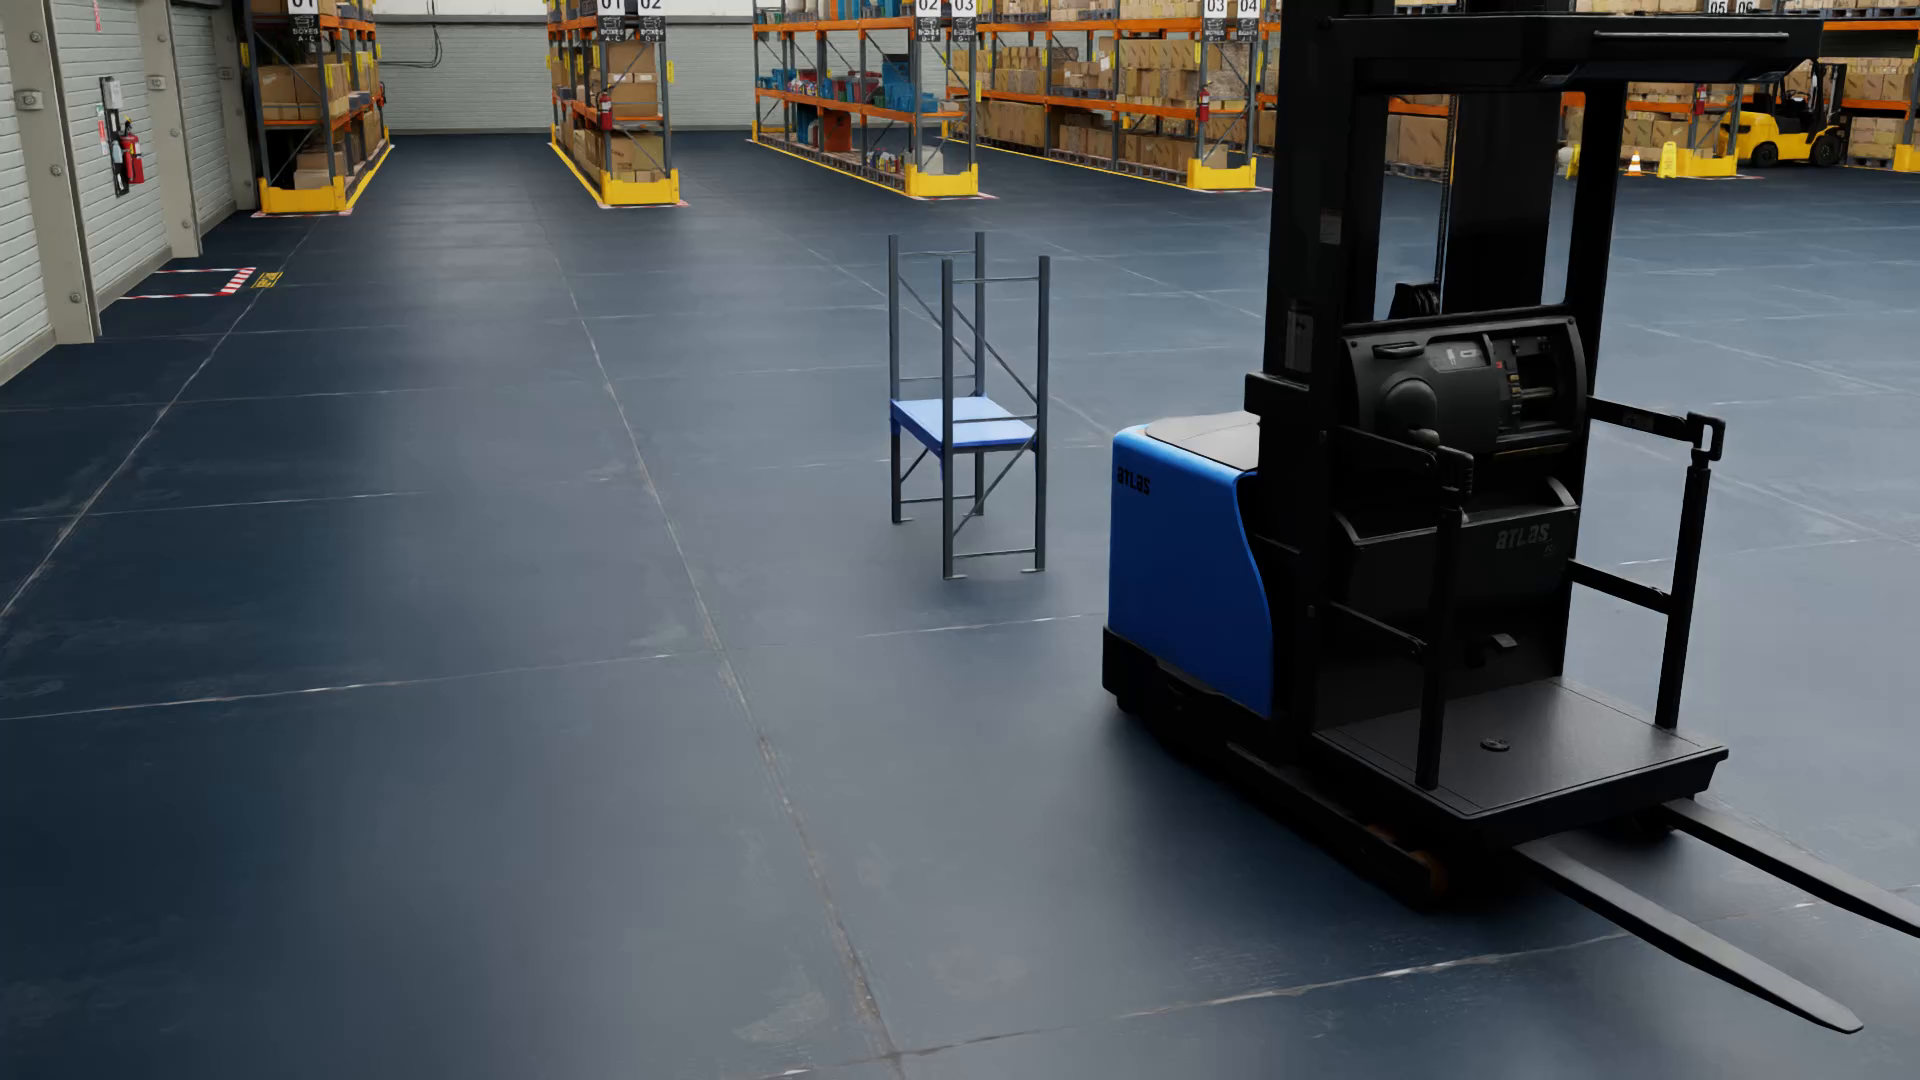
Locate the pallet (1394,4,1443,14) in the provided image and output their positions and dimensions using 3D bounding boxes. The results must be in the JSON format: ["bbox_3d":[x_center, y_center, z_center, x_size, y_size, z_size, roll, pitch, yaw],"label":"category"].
[{"bbox_3d":[8.770,-9.806,30.822,1.003,0.211,1.213,-5,17,-15],"label":"pallet"}]

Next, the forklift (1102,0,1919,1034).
[{"bbox_3d":[1.666,-0.476,4.941,1.130,2.935,3.031,-8,19,-26],"label":"forklift"}]

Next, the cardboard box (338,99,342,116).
[{"bbox_3d":[-9.881,-6.712,25.808,0.500,0.250,0.500,-5,17,-16],"label":"cardboard box"}]

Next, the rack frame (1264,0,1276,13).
[{"bbox_3d":[7.125,-12.955,35.938,1.000,3.000,0.127,-5,17,-15],"label":"rack frame"}]

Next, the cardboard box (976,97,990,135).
[{"bbox_3d":[0.877,-10.446,40.975,0.875,0.875,0.875,-5,17,-15],"label":"cardboard box"}]

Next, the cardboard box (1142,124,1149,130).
[{"bbox_3d":[4.953,-10.747,43.241,0.380,0.149,0.250,-4,17,-15],"label":"cardboard box"}]

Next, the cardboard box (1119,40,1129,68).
[{"bbox_3d":[3.306,-9.136,31.223,0.500,0.500,0.500,-5,17,-15],"label":"cardboard box"}]

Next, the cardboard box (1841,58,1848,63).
[{"bbox_3d":[18.098,-9.689,33.675,0.380,0.149,0.250,-4,17,-14],"label":"cardboard box"}]

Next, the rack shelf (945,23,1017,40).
[{"bbox_3d":[0.679,-12.469,40.786,1.077,0.370,4.000,-5,17,-15],"label":"rack shelf"}]

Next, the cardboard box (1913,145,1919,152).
[{"bbox_3d":[18.879,-7.717,32.979,0.500,0.250,0.500,-5,17,-15],"label":"cardboard box"}]

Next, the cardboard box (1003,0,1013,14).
[{"bbox_3d":[1.398,-12.350,38.235,0.700,0.500,0.500,-4,17,-14],"label":"cardboard box"}]

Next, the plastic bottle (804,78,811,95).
[{"bbox_3d":[-3.273,-9.744,35.763,0.144,0.351,0.185,-5,17,-15],"label":"plastic bottle"}]

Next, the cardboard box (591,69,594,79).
[{"bbox_3d":[-6.211,-8.098,28.896,0.380,0.149,0.250,-5,17,-15],"label":"cardboard box"}]

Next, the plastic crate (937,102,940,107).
[{"bbox_3d":[-0.645,-7.664,29.211,0.530,0.136,0.437,-5,17,-15],"label":"plastic crate"}]

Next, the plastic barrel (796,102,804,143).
[{"bbox_3d":[-3.400,-9.477,37.705,0.600,0.901,0.708,-5,17,-15],"label":"plastic barrel"}]

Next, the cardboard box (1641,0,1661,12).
[{"bbox_3d":[13.371,-10.198,31.718,0.500,0.250,0.500,-4,17,-14],"label":"cardboard box"}]

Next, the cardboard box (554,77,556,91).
[{"bbox_3d":[-9.110,-10.633,38.462,0.500,0.500,0.500,-4,17,-15],"label":"cardboard box"}]

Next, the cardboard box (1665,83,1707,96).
[{"bbox_3d":[13.641,-8.607,31.201,0.500,0.500,0.500,-5,17,-16],"label":"cardboard box"}]

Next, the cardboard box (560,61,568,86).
[{"bbox_3d":[-8.132,-9.957,35.482,0.700,0.500,0.500,-2,17,-6],"label":"cardboard box"}]

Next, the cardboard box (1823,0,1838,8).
[{"bbox_3d":[17.843,-10.975,33.890,0.396,0.266,0.258,-5,17,-17],"label":"cardboard box"}]

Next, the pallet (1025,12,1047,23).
[{"bbox_3d":[2.100,-11.238,35.764,1.213,0.211,1.003,-4,17,-13],"label":"pallet"}]

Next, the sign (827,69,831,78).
[{"bbox_3d":[-3.004,-10.608,38.072,0.100,0.325,0.005,-5,17,-15],"label":"sign"}]

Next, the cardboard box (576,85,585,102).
[{"bbox_3d":[-7.138,-8.630,32.123,0.500,0.311,0.500,-5,17,-16],"label":"cardboard box"}]

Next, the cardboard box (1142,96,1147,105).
[{"bbox_3d":[3.564,-8.064,30.520,0.380,0.149,0.250,-5,17,-15],"label":"cardboard box"}]

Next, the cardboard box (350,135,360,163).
[{"bbox_3d":[-11.712,-7.361,31.325,0.700,0.500,0.500,-4,17,-14],"label":"cardboard box"}]

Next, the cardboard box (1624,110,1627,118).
[{"bbox_3d":[13.055,-8.509,33.183,0.380,0.149,0.250,-4,17,-12],"label":"cardboard box"}]

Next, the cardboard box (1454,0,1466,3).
[{"bbox_3d":[8.906,-9.499,29.181,0.380,0.149,0.250,-5,17,-15],"label":"cardboard box"}]

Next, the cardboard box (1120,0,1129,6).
[{"bbox_3d":[3.220,-10.053,31.058,0.380,0.149,0.250,-5,17,-17],"label":"cardboard box"}]

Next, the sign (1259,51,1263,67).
[{"bbox_3d":[6.606,-10.553,36.495,0.100,0.325,0.005,-5,17,-15],"label":"sign"}]

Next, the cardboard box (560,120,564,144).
[{"bbox_3d":[-8.727,-9.191,37.415,0.500,0.500,0.500,-5,17,-15],"label":"cardboard box"}]

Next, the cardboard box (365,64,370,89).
[{"bbox_3d":[-12.540,-9.601,34.475,0.500,0.500,0.500,-5,17,-15],"label":"cardboard box"}]

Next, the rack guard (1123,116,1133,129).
[{"bbox_3d":[4.947,-11.077,44.458,1.175,0.500,0.348,-5,17,-15],"label":"rack guard"}]

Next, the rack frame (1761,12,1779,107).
[{"bbox_3d":[17.727,-9.788,35.824,1.000,3.000,0.127,-5,17,-15],"label":"rack frame"}]

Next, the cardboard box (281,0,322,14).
[{"bbox_3d":[-9.613,-7.936,24.236,0.500,0.500,0.500,-4,17,-14],"label":"cardboard box"}]

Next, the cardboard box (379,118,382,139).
[{"bbox_3d":[-13.870,-9.574,38.726,0.700,0.500,0.500,-5,17,-15],"label":"cardboard box"}]

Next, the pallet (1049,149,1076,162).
[{"bbox_3d":[2.541,-8.166,35.270,1.003,0.211,1.213,-5,17,-15],"label":"pallet"}]

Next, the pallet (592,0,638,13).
[{"bbox_3d":[-5.169,-8.315,25.858,1.003,0.211,1.213,-5,17,-15],"label":"pallet"}]

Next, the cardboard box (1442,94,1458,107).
[{"bbox_3d":[9.178,-8.040,29.743,0.875,0.550,0.550,-5,17,-15],"label":"cardboard box"}]

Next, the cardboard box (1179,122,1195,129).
[{"bbox_3d":[5.633,-10.229,40.998,0.380,0.149,0.250,-4,17,-14],"label":"cardboard box"}]

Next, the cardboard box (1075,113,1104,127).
[{"bbox_3d":[2.696,-8.762,34.683,0.500,0.250,0.500,-3,17,-9],"label":"cardboard box"}]

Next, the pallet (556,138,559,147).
[{"bbox_3d":[-9.156,-9.571,39.949,1.003,0.211,1.213,-5,17,-15],"label":"pallet"}]

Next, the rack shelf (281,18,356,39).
[{"bbox_3d":[-11.410,-9.082,29.508,1.077,0.370,4.000,-5,17,-15],"label":"rack shelf"}]

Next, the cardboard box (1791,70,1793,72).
[{"bbox_3d":[17.635,-9.966,35.115,0.380,0.149,0.250,-4,17,-14],"label":"cardboard box"}]

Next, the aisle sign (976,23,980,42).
[{"bbox_3d":[0.398,-13.219,42.727,0.394,0.787,0.004,-5,17,-15],"label":"aisle sign"}]

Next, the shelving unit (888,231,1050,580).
[{"bbox_3d":[0.023,-0.695,8.158,0.538,1.500,1.048,-5,17,-15],"label":"shelving unit"}]

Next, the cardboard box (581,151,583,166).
[{"bbox_3d":[-6.770,-7.087,30.880,0.500,0.250,0.500,-4,17,-14],"label":"cardboard box"}]

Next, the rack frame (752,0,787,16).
[{"bbox_3d":[-4.633,-14.412,40.789,1.000,3.000,0.127,-5,17,-15],"label":"rack frame"}]

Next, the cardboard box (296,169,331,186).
[{"bbox_3d":[-10.022,-5.609,25.820,0.500,0.311,0.500,-3,17,-11],"label":"cardboard box"}]

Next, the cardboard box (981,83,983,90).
[{"bbox_3d":[0.689,-10.904,39.977,0.380,0.149,0.250,-5,17,-16],"label":"cardboard box"}]

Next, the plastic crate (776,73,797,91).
[{"bbox_3d":[-3.990,-10.556,38.303,0.392,0.384,0.575,-5,17,-15],"label":"plastic crate"}]

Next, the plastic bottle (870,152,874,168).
[{"bbox_3d":[-1.554,-6.916,30.231,0.152,0.276,0.135,-4,17,-13],"label":"plastic bottle"}]

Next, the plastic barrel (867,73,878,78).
[{"bbox_3d":[-1.589,-8.770,32.197,0.433,0.535,0.433,0,17,0],"label":"plastic barrel"}]

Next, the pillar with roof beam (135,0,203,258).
[{"bbox_3d":[-4.997,-8.009,19.473,9.100,9.000,0.400,-5,17,-15],"label":"pillar with roof beam"}]

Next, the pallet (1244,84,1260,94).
[{"bbox_3d":[6.826,-10.179,37.457,1.213,0.211,1.003,-5,17,-15],"label":"pallet"}]
